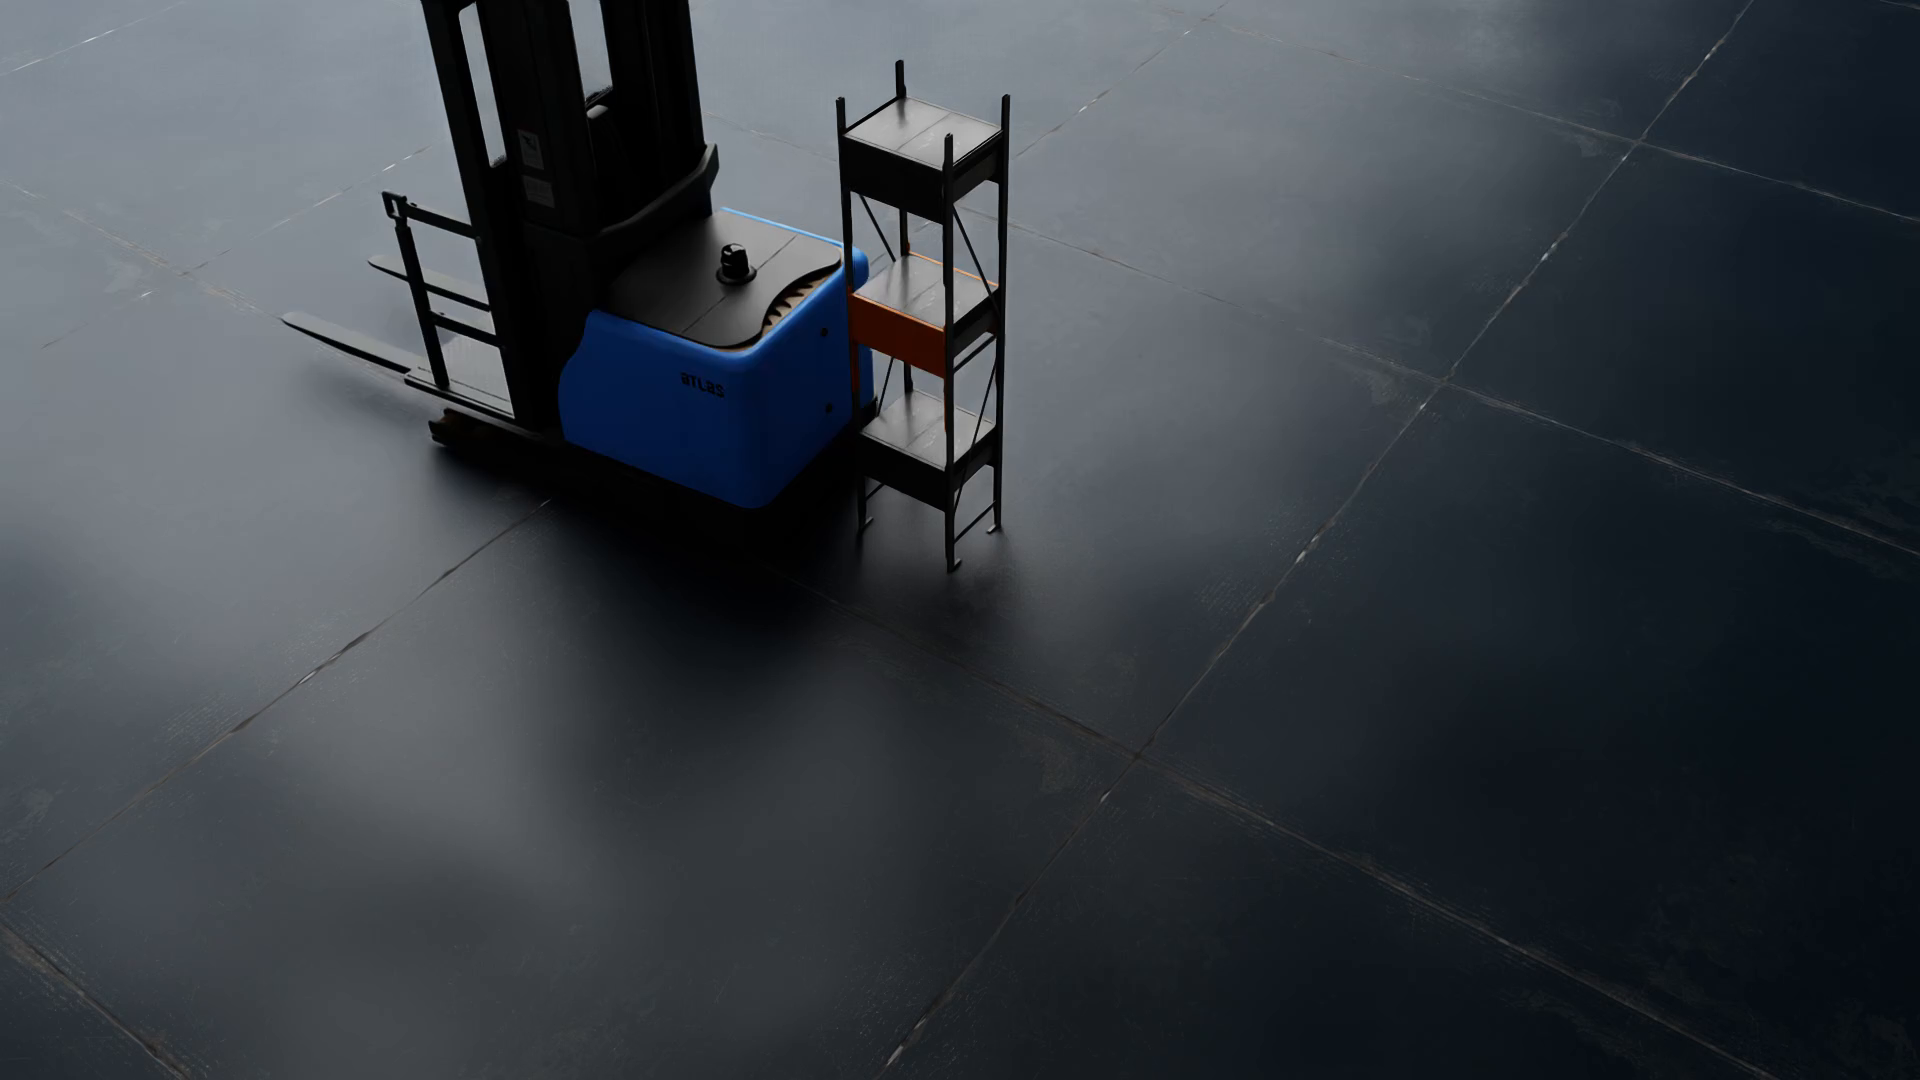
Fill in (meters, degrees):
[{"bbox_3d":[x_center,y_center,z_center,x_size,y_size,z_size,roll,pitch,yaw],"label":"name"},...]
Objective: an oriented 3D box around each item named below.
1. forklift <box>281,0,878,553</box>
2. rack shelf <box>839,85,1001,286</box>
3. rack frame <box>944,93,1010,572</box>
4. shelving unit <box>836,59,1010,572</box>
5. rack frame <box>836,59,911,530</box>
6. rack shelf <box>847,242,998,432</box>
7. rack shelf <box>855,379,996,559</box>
[{"bbox_3d":[-1.926,-1.750,7.196,3.031,2.935,1.130,20,46,21],"label":"forklift"},{"bbox_3d":[-0.135,-1.357,6.351,0.480,0.518,0.431,25,48,25],"label":"rack shelf"},{"bbox_3d":[0.064,-0.752,6.704,0.015,2.100,0.400,25,48,25],"label":"rack frame"},{"bbox_3d":[-0.136,-0.846,6.809,0.503,2.100,0.431,25,48,25],"label":"shelving unit"},{"bbox_3d":[-0.335,-0.939,6.913,0.015,2.100,0.400,25,48,25],"label":"rack frame"},{"bbox_3d":[-0.136,-0.836,6.818,0.480,0.518,0.431,25,48,25],"label":"rack shelf"},{"bbox_3d":[-0.136,-0.314,7.284,0.480,0.518,0.431,25,48,25],"label":"rack shelf"}]
